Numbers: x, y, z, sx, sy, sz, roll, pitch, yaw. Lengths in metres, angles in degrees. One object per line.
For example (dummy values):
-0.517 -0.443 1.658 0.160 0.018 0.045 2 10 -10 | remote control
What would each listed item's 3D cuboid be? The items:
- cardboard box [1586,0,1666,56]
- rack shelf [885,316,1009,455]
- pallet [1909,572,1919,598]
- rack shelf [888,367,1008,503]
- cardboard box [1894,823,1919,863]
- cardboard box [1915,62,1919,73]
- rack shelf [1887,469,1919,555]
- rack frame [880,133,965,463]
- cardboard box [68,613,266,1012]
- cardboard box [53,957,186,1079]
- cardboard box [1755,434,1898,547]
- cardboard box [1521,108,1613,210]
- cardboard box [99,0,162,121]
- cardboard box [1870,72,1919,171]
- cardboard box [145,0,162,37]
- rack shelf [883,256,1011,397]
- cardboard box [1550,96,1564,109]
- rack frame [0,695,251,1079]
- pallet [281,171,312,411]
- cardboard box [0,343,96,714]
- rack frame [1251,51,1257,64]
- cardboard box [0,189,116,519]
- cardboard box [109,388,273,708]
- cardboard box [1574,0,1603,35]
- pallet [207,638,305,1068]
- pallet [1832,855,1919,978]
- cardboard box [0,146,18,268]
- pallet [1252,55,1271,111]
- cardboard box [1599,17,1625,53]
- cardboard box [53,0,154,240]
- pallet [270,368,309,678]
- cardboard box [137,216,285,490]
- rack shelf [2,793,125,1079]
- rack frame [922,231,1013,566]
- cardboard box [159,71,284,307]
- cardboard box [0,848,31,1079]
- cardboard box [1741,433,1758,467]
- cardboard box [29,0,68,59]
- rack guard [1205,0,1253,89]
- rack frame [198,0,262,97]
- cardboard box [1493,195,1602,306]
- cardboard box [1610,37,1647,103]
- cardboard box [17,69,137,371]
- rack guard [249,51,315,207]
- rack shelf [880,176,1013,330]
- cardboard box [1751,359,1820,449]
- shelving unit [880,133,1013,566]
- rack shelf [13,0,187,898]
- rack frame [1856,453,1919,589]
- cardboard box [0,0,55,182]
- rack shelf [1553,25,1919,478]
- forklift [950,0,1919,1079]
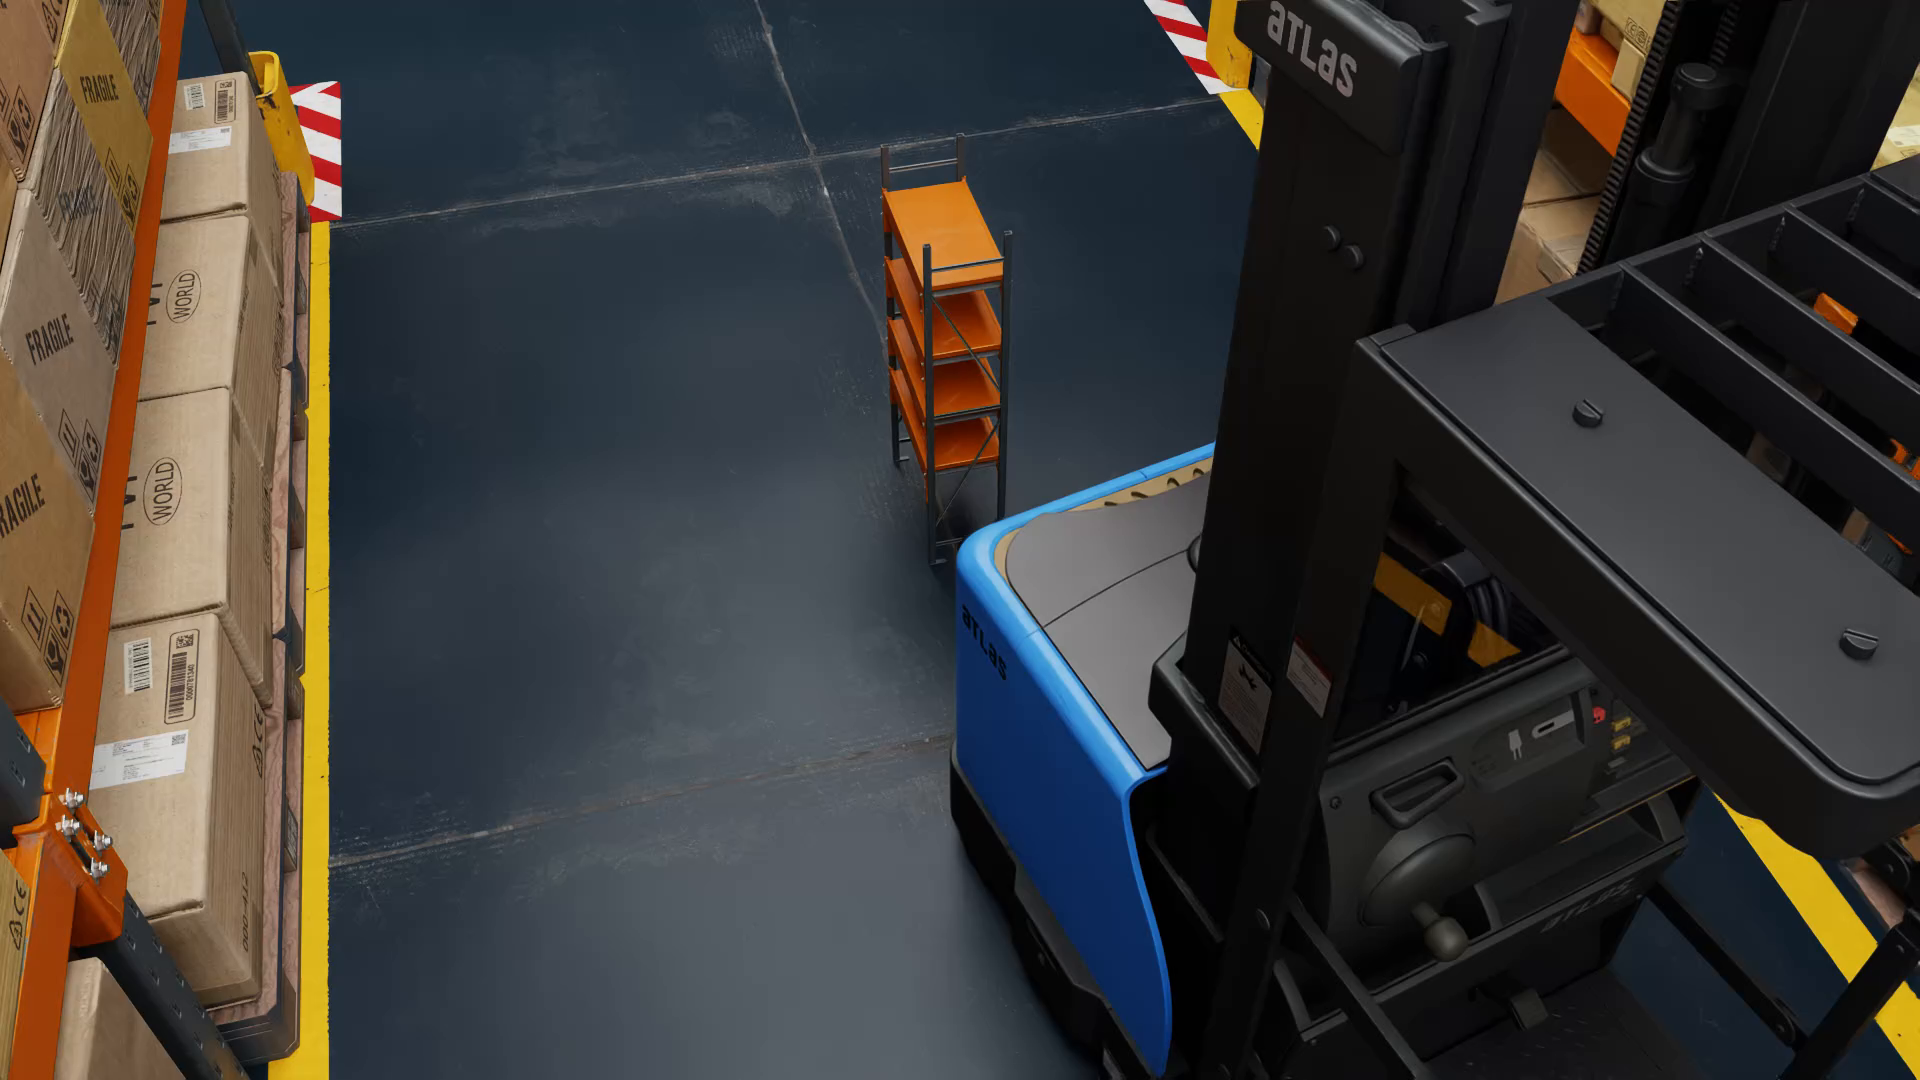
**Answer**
2.058 -1.544 4.560 0.500 0.250 0.500 -11 47 -11 | cardboard box
-0.042 -0.487 4.982 0.258 0.148 0.480 -11 47 -10 | rack shelf
2.507 0.006 5.096 1.003 0.211 1.213 -11 47 -10 | pallet
-0.042 -0.348 5.123 0.258 0.148 0.480 -11 47 -10 | rack shelf
2.588 0.607 4.011 0.500 0.500 0.500 -9 46 -9 | cardboard box
2.173 -1.197 4.220 0.500 0.250 0.500 -11 47 -10 | cardboard box
3.194 1.137 2.539 1.077 0.370 4.000 -11 47 -10 | rack shelf
-0.105 -0.703 5.099 0.240 1.200 0.015 -11 47 -10 | rack frame
-2.172 0.711 3.953 0.875 0.438 0.875 -11 47 -11 | cardboard box
-1.879 1.425 2.947 0.875 0.875 0.875 -9 46 -9 | cardboard box
2.741 -0.201 4.935 0.500 0.311 0.500 -9 46 -9 | cardboard box
1.943 -1.109 5.693 0.500 0.500 0.500 -10 46 -10 | cardboard box
-2.505 -1.395 4.447 0.500 0.500 0.500 -9 46 -9 | cardboard box
2.316 -0.854 3.884 0.500 0.250 0.500 -10 46 -9 | cardboard box
-2.646 -1.748 4.793 0.500 0.500 0.500 -12 47 -11 | cardboard box
-0.042 -0.644 4.822 0.258 0.148 0.480 -11 47 -10 | rack shelf
1.904 -1.492 6.068 0.700 0.500 0.500 -9 46 -9 | cardboard box
-2.112 0.414 2.744 0.949 2.616 0.053 -11 47 -10 | rack frame
-2.859 -0.833 5.919 1.003 0.211 1.213 -11 47 -10 | pallet
-1.982 0.008 3.072 0.500 0.500 0.500 -9 46 -9 | cardboard box
1.658 -3.257 6.342 1.000 3.000 0.127 -11 47 -10 | rack frame
-2.107 -0.340 3.413 0.500 0.500 0.500 -10 47 -10 | cardboard box
-2.402 0.093 4.558 0.875 0.438 0.875 -12 47 -11 | cardboard box
1.979 -1.650 4.943 0.380 0.149 0.250 -11 47 -10 | cardboard box
-2.234 0.851 4.268 1.003 0.211 1.213 -11 47 -10 | pallet
2.927 1.035 4.088 1.003 0.211 1.213 -11 47 -10 | pallet
-2.126 -0.693 3.059 0.500 0.500 0.500 -11 47 -11 | cardboard box
1.883 -1.678 6.747 1.003 0.211 1.213 -11 47 -10 | pallet
2.087 -1.488 4.784 0.380 0.149 0.250 -10 46 -10 | cardboard box
-2.360 -1.041 4.100 0.500 0.500 0.500 -9 46 -9 | cardboard box
-2.550 0.007 5.095 1.003 0.211 1.213 -11 47 -10 | pallet
-2.631 -0.530 5.169 0.875 0.438 0.875 -10 46 -9 | cardboard box
-1.603 2.047 1.647 1.077 0.370 4.000 -11 47 -10 | rack shelf
0.020 -0.366 4.768 0.240 1.200 0.015 -11 47 -10 | rack frame
-2.874 -1.160 5.786 0.875 0.438 0.875 -12 47 -12 | cardboard box
-1.757 0.731 2.539 0.500 0.250 0.500 -12 47 -11 | cardboard box
2.164 -0.263 5.028 0.396 0.266 0.258 -9 46 -9 | cardboard box
-2.373 -1.398 3.749 0.500 0.500 0.500 -11 47 -11 | cardboard box
1.678 -2.330 7.183 1.175 0.500 0.348 -11 47 -10 | rack guard
-3.139 -2.347 5.450 1.000 3.000 0.127 -11 47 -10 | rack frame
2.170 -0.776 5.366 0.700 0.500 0.500 -12 47 -12 | cardboard box
2.045 -1.290 4.590 0.380 0.149 0.250 -11 47 -11 | cardboard box
-2.228 -0.685 3.751 0.500 0.500 0.500 -10 47 -10 | cardboard box
-3.145 -1.489 6.359 1.175 0.500 0.348 -11 47 -10 | rack guard
-0.042 -0.809 4.653 0.258 0.148 0.480 -11 47 -10 | rack shelf
2.630 -0.443 5.286 0.380 0.149 0.250 -11 47 -11 | cardboard box
-0.042 -0.534 4.933 0.258 1.200 0.503 -11 47 -10 | shelving unit
-2.627 -0.714 4.354 1.077 0.370 4.000 -11 47 -10 | rack shelf
2.682 -0.496 3.635 1.000 3.000 0.127 -11 47 -10 | rack frame
-2.246 -1.049 3.408 0.500 0.500 0.500 -10 46 -10 | cardboard box
2.170 -1.625 5.246 1.077 0.370 4.000 -11 47 -10 | rack shelf
1.097 0.496 2.711 1.130 2.935 3.031 -20 49 -19 | forklift
